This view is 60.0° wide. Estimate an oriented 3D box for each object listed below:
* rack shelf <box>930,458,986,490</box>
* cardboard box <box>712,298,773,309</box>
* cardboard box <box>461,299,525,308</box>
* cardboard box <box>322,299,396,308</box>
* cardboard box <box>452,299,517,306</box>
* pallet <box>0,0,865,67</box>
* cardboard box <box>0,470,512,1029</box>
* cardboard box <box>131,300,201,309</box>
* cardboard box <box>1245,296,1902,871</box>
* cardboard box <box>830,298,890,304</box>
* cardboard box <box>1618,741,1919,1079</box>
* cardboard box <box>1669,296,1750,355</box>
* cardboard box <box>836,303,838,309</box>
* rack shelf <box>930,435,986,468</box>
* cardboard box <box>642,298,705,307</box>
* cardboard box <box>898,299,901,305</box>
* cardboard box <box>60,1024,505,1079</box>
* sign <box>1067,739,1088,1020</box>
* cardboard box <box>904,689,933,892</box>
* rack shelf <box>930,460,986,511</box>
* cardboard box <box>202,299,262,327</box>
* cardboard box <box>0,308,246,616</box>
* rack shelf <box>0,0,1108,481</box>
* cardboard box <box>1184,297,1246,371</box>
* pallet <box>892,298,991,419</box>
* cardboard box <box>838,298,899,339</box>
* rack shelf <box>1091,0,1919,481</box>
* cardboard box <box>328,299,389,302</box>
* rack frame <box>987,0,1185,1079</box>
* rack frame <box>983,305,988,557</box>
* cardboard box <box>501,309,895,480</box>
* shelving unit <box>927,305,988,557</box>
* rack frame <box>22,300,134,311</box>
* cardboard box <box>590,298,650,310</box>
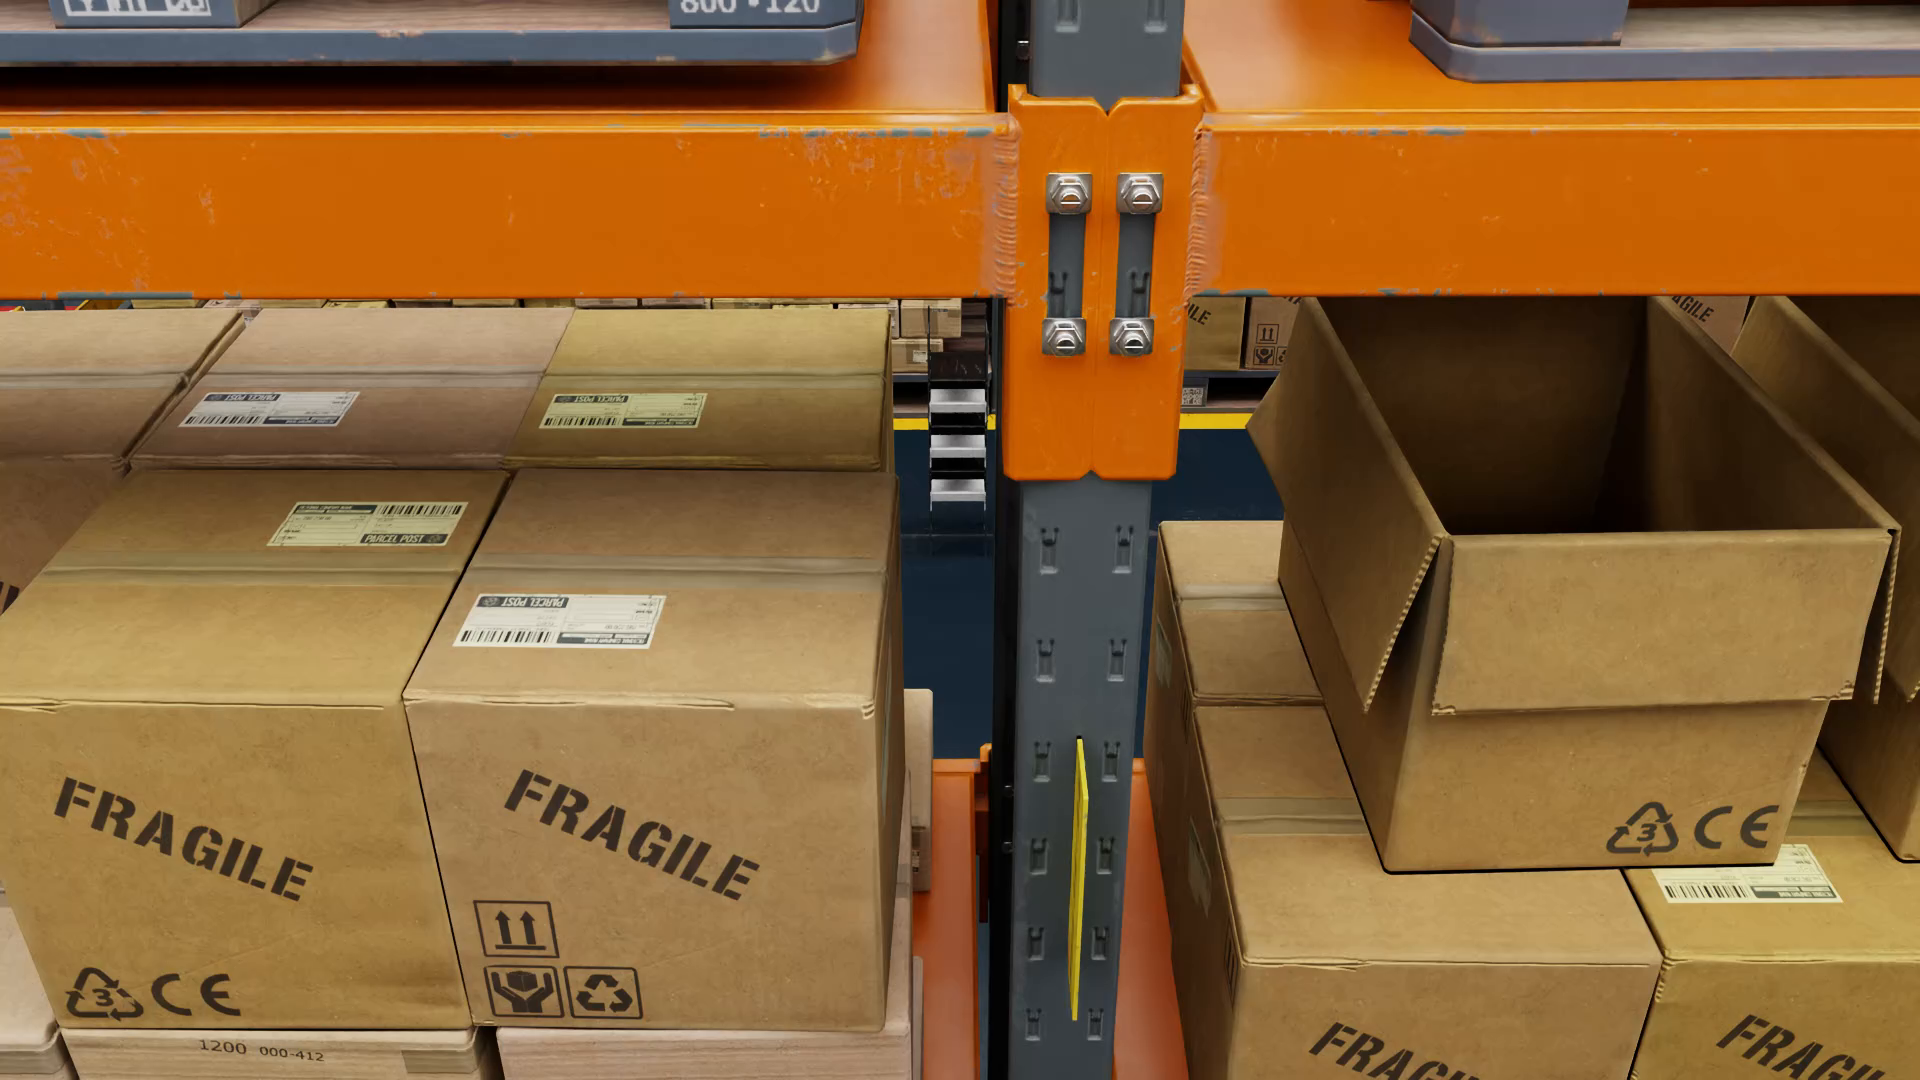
[{"bbox_3d":[-0.008,-0.279,6.081,0.200,0.077,0.258,0,31,0],"label":"rack shelf"},{"bbox_3d":[-0.908,-1.035,7.121,0.250,0.149,0.380,0,31,0],"label":"cardboard box"},{"bbox_3d":[-1.968,-1.059,7.161,0.250,0.149,0.380,1,31,2],"label":"cardboard box"},{"bbox_3d":[-2.504,-0.987,7.041,0.250,0.149,0.380,1,31,1],"label":"cardboard box"},{"bbox_3d":[-1.963,-1.123,6.978,0.250,0.149,0.380,0,31,0],"label":"cardboard box"},{"bbox_3d":[-0.695,-0.754,1.796,1.213,0.211,1.003,0,31,0],"label":"pallet"},{"bbox_3d":[-0.835,0.249,2.083,0.500,0.500,0.500,0,31,0],"label":"cardboard box"},{"bbox_3d":[-3.279,-1.108,6.955,0.250,0.149,0.380,-2,31,-3],"label":"cardboard box"},{"bbox_3d":[0.762,0.015,2.270,0.637,0.503,0.797,-1,31,-2],"label":"cardboard box"},{"bbox_3d":[-0.415,-1.138,7.003,0.250,0.149,0.380,0,31,0],"label":"cardboard box"},{"bbox_3d":[1.088,0.576,2.312,0.500,0.500,0.500,0,31,0],"label":"cardboard box"},{"bbox_3d":[3.019,-1.066,7.121,0.500,0.500,0.500,1,31,2],"label":"cardboard box"},{"bbox_3d":[-0.456,-0.906,7.194,0.250,0.149,0.380,1,31,1],"label":"cardboard box"},{"bbox_3d":[-0.008,-0.356,6.034,0.200,0.077,0.258,0,31,0],"label":"rack shelf"},{"bbox_3d":[-1.194,-1.124,6.981,0.250,0.149,0.380,-2,31,-3],"label":"cardboard box"},{"bbox_3d":[-0.171,-1.206,7.690,0.250,0.149,0.380,-1,31,-2],"label":"cardboard box"},{"bbox_3d":[-0.834,0.570,2.276,0.500,0.250,0.500,1,31,1],"label":"cardboard box"},{"bbox_3d":[0.129,0.377,1.826,0.005,0.325,0.100,0,31,0],"label":"sign"},{"bbox_3d":[-0.174,0.429,2.894,0.250,0.149,0.380,0,31,0],"label":"cardboard box"},{"bbox_3d":[-0.008,-0.202,6.127,0.200,0.077,0.258,0,31,0],"label":"rack shelf"},{"bbox_3d":[-3.005,-0.996,7.056,0.250,0.149,0.380,0,31,-1],"label":"cardboard box"},{"bbox_3d":[-1.370,-0.020,2.527,0.500,0.500,0.500,-1,31,-2],"label":"cardboard box"},{"bbox_3d":[-1.876,-0.476,1.944,4.000,0.370,1.077,0,31,0],"label":"rack shelf"},{"bbox_3d":[0.935,-1.056,7.103,0.500,0.500,0.500,1,31,2],"label":"cardboard box"},{"bbox_3d":[-0.477,-0.868,7.476,1.213,0.211,1.003,0,31,0],"label":"pallet"},{"bbox_3d":[-0.389,-0.995,7.055,0.250,0.149,0.380,-2,31,-3],"label":"cardboard box"},{"bbox_3d":[2.124,-0.488,1.965,4.000,0.370,1.077,0,31,0],"label":"rack shelf"},{"bbox_3d":[-2.504,-1.149,7.023,0.250,0.149,0.380,-2,31,-3],"label":"cardboard box"},{"bbox_3d":[0.124,0.491,2.549,0.053,2.616,0.949,0,31,0],"label":"rack frame"},{"bbox_3d":[0.094,-0.385,6.017,0.006,0.900,0.240,0,31,0],"label":"rack frame"},{"bbox_3d":[-0.357,-0.022,2.529,0.500,0.500,0.500,0,31,0],"label":"cardboard box"},{"bbox_3d":[-0.008,-0.385,6.017,0.210,0.900,0.258,0,31,0],"label":"shelving unit"},{"bbox_3d":[-3.805,-2.068,6.766,0.127,3.000,1.000,0,31,0],"label":"rack frame"},{"bbox_3d":[-1.431,-1.034,7.119,0.250,0.149,0.380,-2,31,-3],"label":"cardboard box"}]
